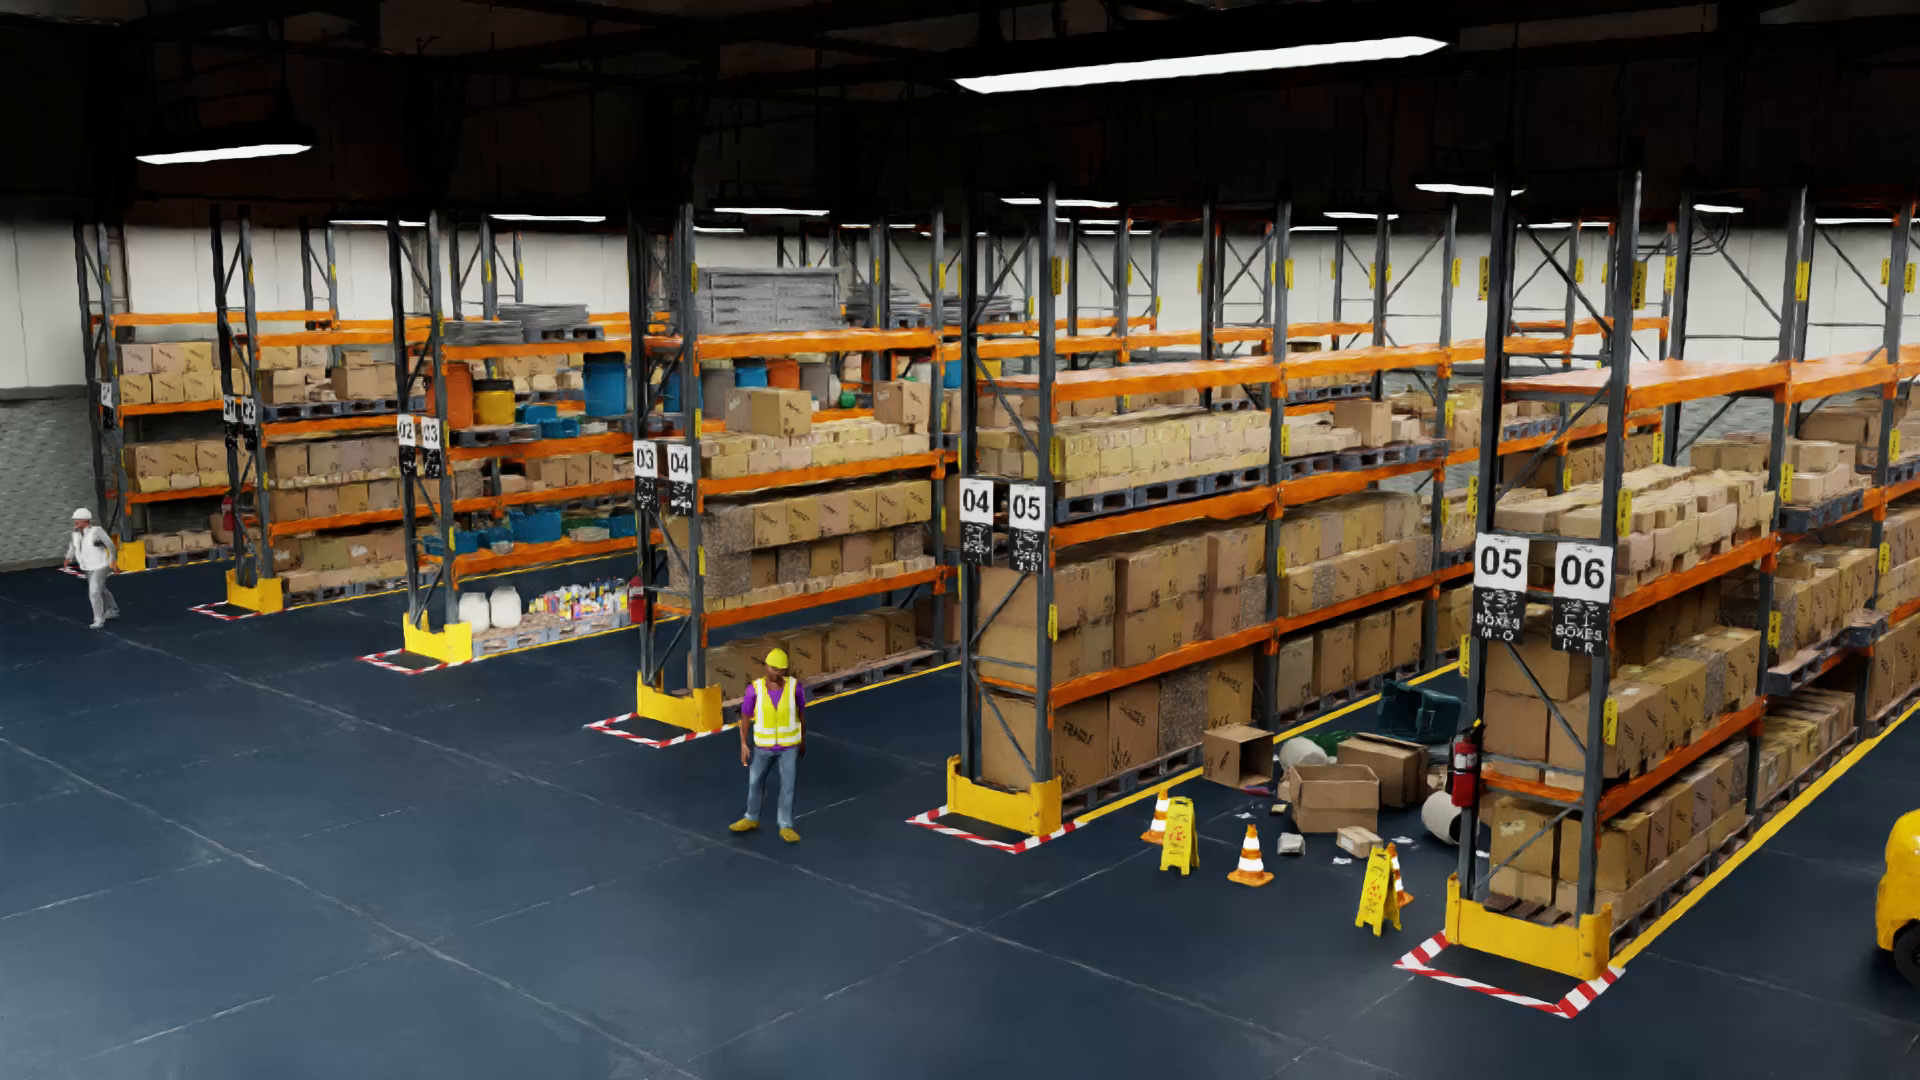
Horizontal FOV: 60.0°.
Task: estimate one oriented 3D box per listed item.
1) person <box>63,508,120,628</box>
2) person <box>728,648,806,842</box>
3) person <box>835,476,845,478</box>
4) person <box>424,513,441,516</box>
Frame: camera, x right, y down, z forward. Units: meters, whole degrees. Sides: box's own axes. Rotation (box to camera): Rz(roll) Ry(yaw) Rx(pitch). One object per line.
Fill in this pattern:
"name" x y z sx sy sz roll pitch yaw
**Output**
"person" -12.403 0.367 23.868 0.682 1.713 0.844 4 10 24
"person" -1.758 1.828 15.016 0.723 1.762 0.474 0 9 -2
"person" -1.870 -0.260 26.182 0.451 1.586 1.093 8 12 38
"person" -9.289 -0.550 29.422 0.536 1.668 0.565 -4 10 -22
